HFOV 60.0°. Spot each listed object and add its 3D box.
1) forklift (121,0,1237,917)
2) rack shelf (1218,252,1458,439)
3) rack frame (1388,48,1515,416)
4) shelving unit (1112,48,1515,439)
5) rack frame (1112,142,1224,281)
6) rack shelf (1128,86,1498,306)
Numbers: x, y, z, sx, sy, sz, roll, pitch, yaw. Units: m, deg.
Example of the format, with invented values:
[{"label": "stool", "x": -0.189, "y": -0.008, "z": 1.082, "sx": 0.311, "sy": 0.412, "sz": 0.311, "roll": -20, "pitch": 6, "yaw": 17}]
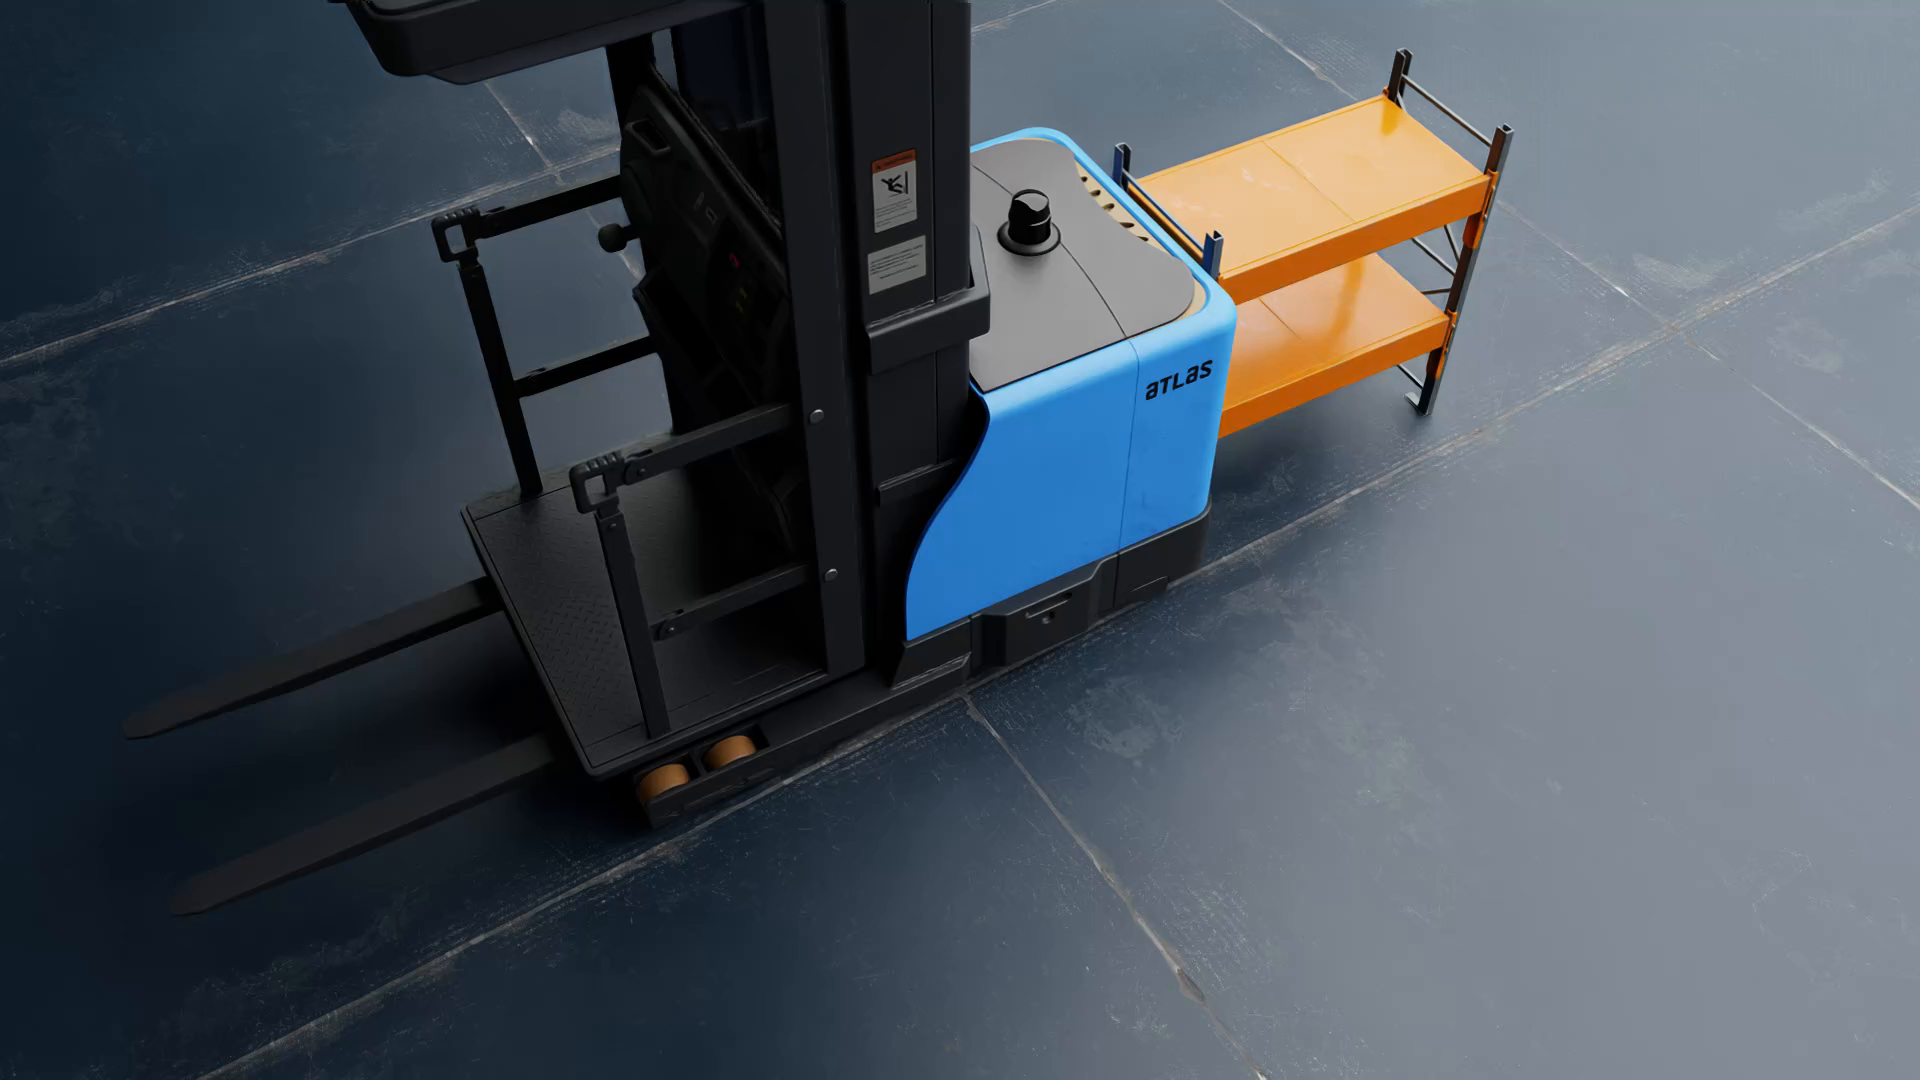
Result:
[{"label": "forklift", "x": -0.791, "y": -0.658, "z": 3.873, "sx": 3.031, "sy": 2.935, "sz": 1.130, "roll": -22, "pitch": 52, "yaw": -19}, {"label": "rack shelf", "x": 1.021, "y": -0.617, "z": 5.374, "sx": 1.000, "sy": 0.278, "sz": 0.538, "roll": -22, "pitch": 52, "yaw": -19}, {"label": "rack frame", "x": 1.466, "y": -0.963, "z": 5.355, "sx": 0.032, "sy": 1.125, "sz": 0.500, "roll": -22, "pitch": 52, "yaw": -19}, {"label": "shelving unit", "x": 1.021, "y": -0.780, "z": 5.191, "sx": 1.048, "sy": 1.125, "sz": 0.538, "roll": -22, "pitch": 52, "yaw": -19}, {"label": "rack frame", "x": 0.576, "y": -0.596, "z": 5.028, "sx": 0.032, "sy": 1.125, "sz": 0.500, "roll": -22, "pitch": 52, "yaw": -19}, {"label": "rack shelf", "x": 1.021, "y": -0.974, "z": 4.973, "sx": 1.000, "sy": 0.278, "sz": 0.538, "roll": -22, "pitch": 52, "yaw": -19}]
